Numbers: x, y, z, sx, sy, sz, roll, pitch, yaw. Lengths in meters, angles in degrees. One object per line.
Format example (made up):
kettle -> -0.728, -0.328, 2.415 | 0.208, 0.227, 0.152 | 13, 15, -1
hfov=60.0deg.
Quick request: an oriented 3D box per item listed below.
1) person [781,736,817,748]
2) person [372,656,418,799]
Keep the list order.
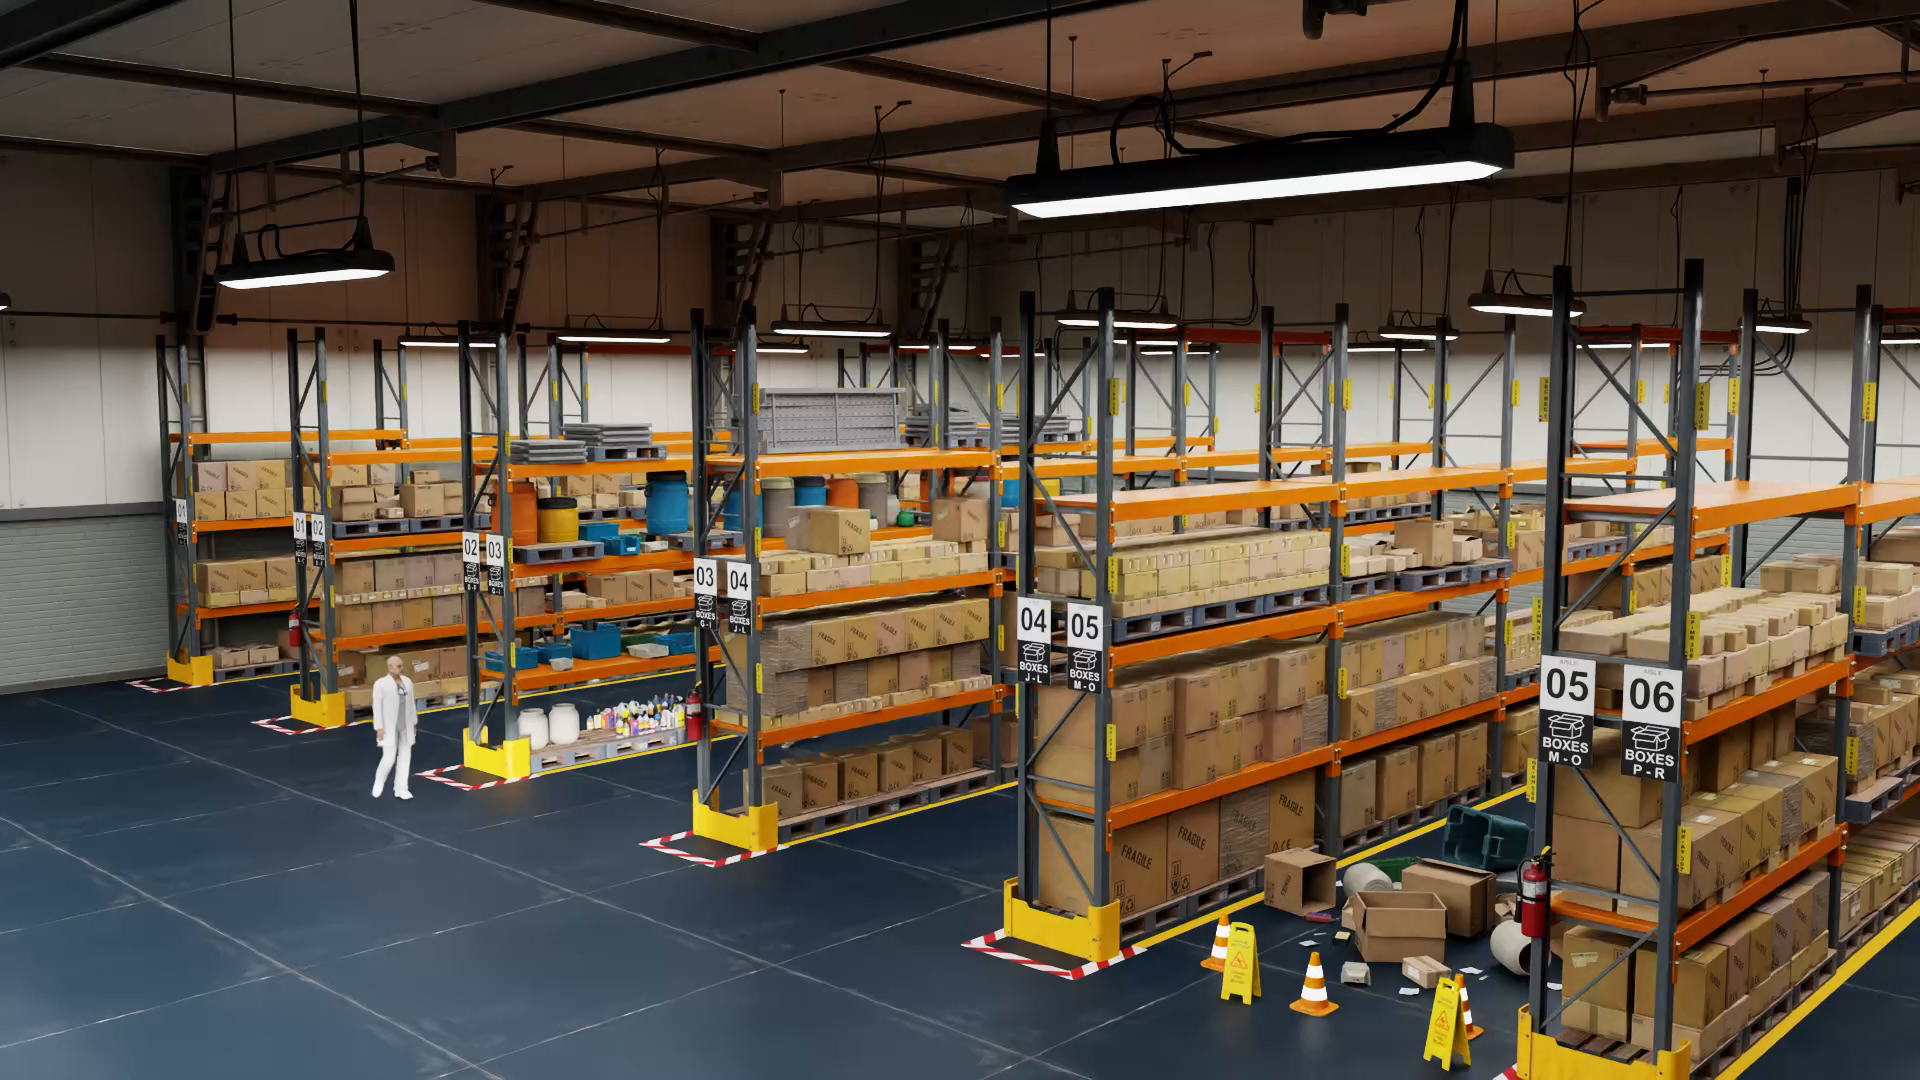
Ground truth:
person -> -2.247, 2.138, 23.801 | 0.505, 1.546, 0.958 | 1, 6, 15
person -> -7.014, 2.324, 20.629 | 0.523, 1.776, 0.607 | 5, 7, 41
